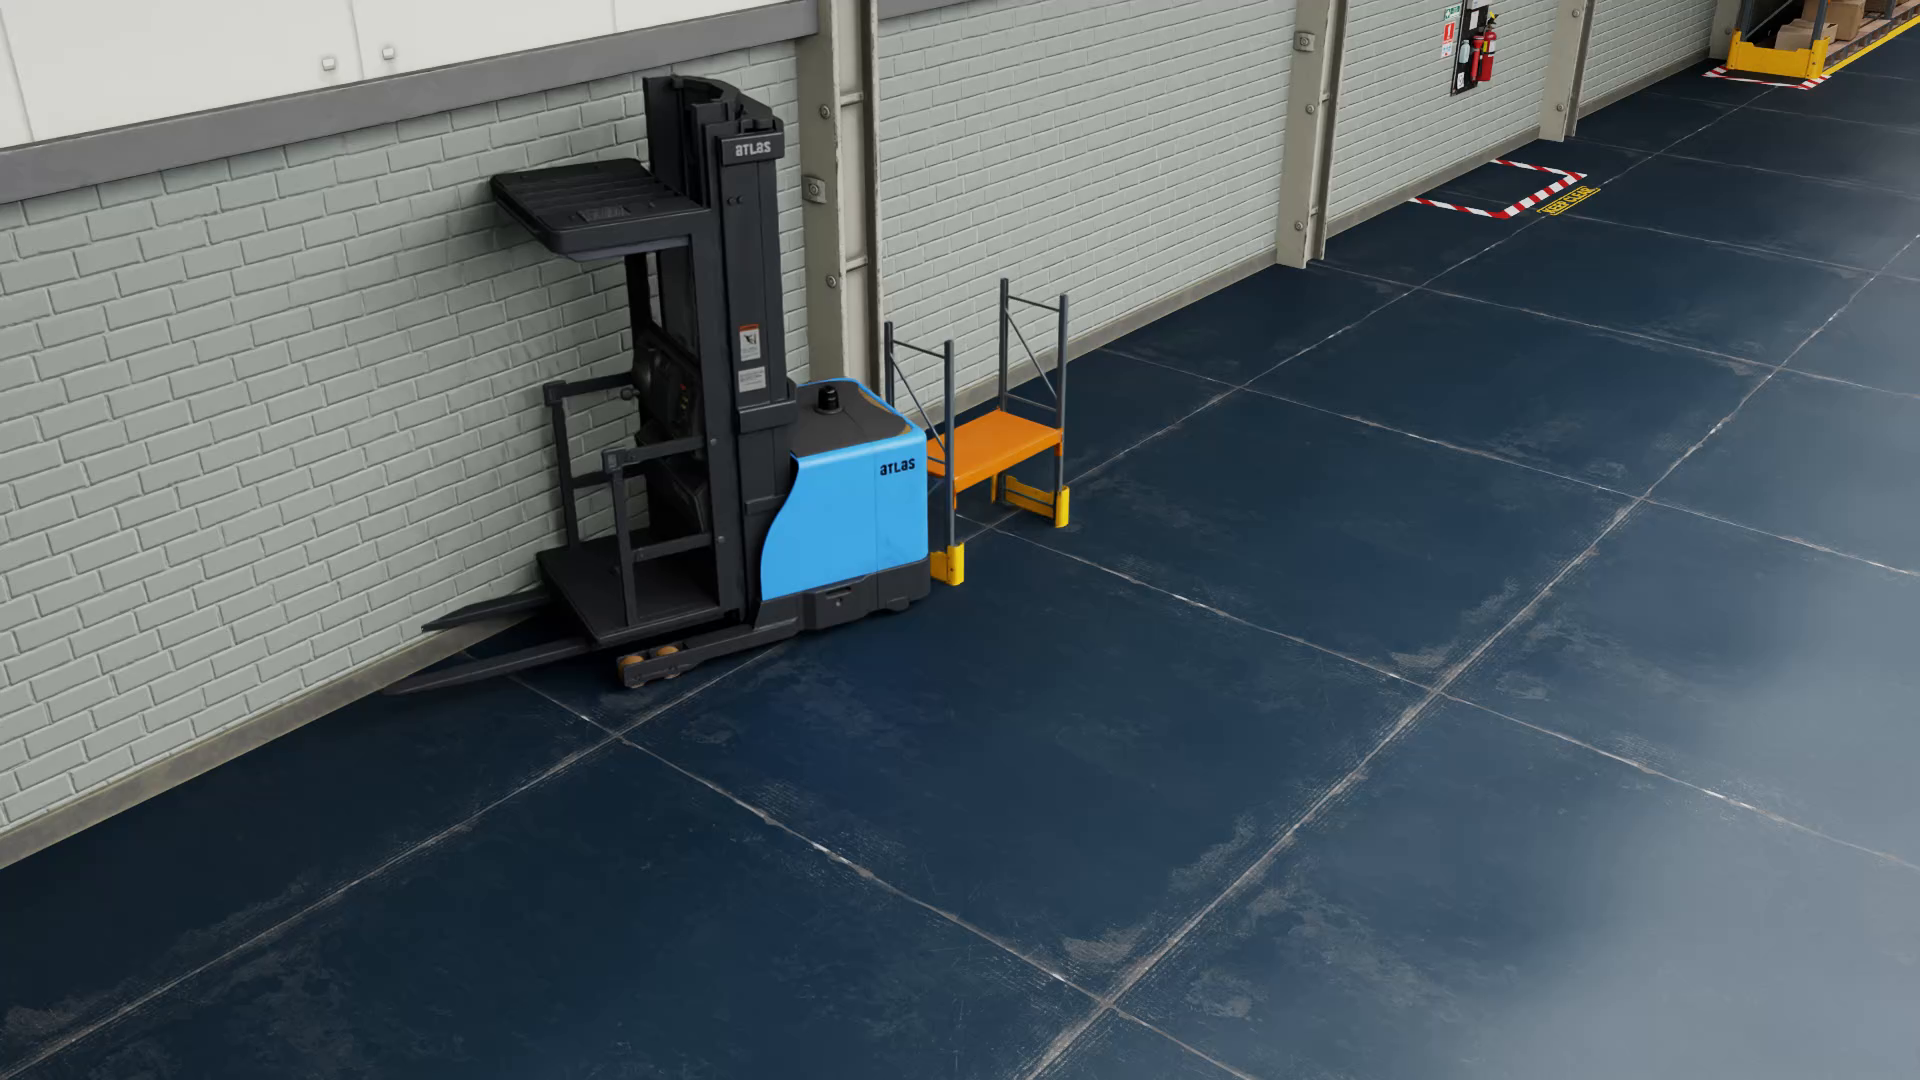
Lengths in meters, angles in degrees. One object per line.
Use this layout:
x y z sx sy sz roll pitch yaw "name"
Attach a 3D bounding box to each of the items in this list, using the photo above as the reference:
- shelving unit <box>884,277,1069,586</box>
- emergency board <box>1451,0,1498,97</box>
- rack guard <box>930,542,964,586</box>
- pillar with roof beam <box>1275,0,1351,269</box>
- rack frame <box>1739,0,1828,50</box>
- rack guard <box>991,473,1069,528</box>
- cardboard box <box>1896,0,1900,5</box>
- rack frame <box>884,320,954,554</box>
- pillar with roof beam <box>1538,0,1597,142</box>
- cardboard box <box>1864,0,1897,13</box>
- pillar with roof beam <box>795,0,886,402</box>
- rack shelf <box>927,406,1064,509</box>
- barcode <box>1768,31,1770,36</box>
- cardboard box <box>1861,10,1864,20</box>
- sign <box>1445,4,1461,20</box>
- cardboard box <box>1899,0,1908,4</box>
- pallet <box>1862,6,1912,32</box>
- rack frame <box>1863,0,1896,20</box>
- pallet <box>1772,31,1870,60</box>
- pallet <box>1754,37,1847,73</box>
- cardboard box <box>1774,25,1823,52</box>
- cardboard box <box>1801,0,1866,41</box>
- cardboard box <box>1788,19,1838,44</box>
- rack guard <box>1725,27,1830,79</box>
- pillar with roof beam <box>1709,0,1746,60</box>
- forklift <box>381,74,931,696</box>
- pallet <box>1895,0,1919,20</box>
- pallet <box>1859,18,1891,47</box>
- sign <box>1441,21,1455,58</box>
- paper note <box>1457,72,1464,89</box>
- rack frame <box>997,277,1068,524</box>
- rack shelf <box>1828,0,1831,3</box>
0.110 -0.670 9.913 0.587 1.500 1.083 22 35 36 "shelving unit"
5.306 -5.149 16.938 0.194 1.169 0.643 21 34 34 "emergency board"
-0.218 0.057 9.868 0.587 0.250 0.087 22 35 36 "rack guard"
6.413 -5.293 10.688 9.100 9.000 0.400 21 34 34 "pillar with roof beam"
10.946 -7.640 21.754 1.000 3.000 0.127 21 34 34 "rack frame"
0.439 -0.287 10.533 0.587 0.250 0.087 22 35 36 "rack guard"
14.236 -8.607 25.865 0.700 0.500 0.500 20 33 33 "cardboard box"
-0.231 -0.491 9.568 0.500 1.500 0.032 22 35 36 "rack frame"
10.229 -7.420 14.800 9.100 9.000 0.400 21 34 34 "pillar with roof beam"
13.946 -8.409 25.482 0.700 0.500 0.500 22 35 36 "cardboard box"
2.597 -3.166 6.575 9.100 9.000 0.400 21 34 34 "pillar with roof beam"
0.104 -0.507 9.990 0.538 0.185 1.000 22 35 36 "rack shelf"
11.159 -6.988 22.930 0.001 0.075 0.075 21 34 34 "barcode"
13.173 -7.797 24.662 0.380 0.166 0.250 16 31 28 "cardboard box"
4.885 -5.233 16.486 0.001 0.109 0.331 21 34 34 "sign"
14.591 -8.776 26.192 0.700 0.500 0.500 21 34 35 "cardboard box"
13.985 -8.096 25.670 1.003 0.211 1.213 21 34 34 "pallet"
13.490 -9.058 24.495 1.000 3.000 0.127 21 34 34 "rack frame"
12.315 -7.137 23.816 1.003 0.211 1.213 21 34 34 "pallet"
11.539 -6.706 22.984 1.003 0.211 1.213 21 34 34 "pallet"
11.456 -6.860 22.694 0.500 0.311 0.500 17 32 29 "cardboard box"
12.324 -7.392 23.516 0.700 0.500 0.500 18 33 31 "cardboard box"
11.818 -7.062 23.085 0.500 0.311 0.500 24 36 38 "cardboard box"
10.995 -6.557 22.380 1.175 0.500 0.348 21 34 34 "rack guard"
14.046 -9.547 18.912 9.100 9.000 0.400 21 34 34 "pillar with roof beam"
-1.707 -0.802 8.610 3.031 2.935 1.130 -14 31 -25 "forklift"
14.760 -8.531 26.510 1.003 0.211 1.213 21 34 34 "pallet"
13.091 -7.571 24.656 1.003 0.211 1.213 21 34 34 "pallet"
4.875 -4.999 16.609 0.001 0.329 0.234 21 34 34 "sign"
5.140 -4.715 17.058 0.016 0.148 0.142 21 34 34 "paper note"
0.440 -0.843 10.246 0.500 1.500 0.032 22 35 36 "rack frame"
12.218 -8.030 23.290 1.077 0.370 4.000 21 34 34 "rack shelf"
